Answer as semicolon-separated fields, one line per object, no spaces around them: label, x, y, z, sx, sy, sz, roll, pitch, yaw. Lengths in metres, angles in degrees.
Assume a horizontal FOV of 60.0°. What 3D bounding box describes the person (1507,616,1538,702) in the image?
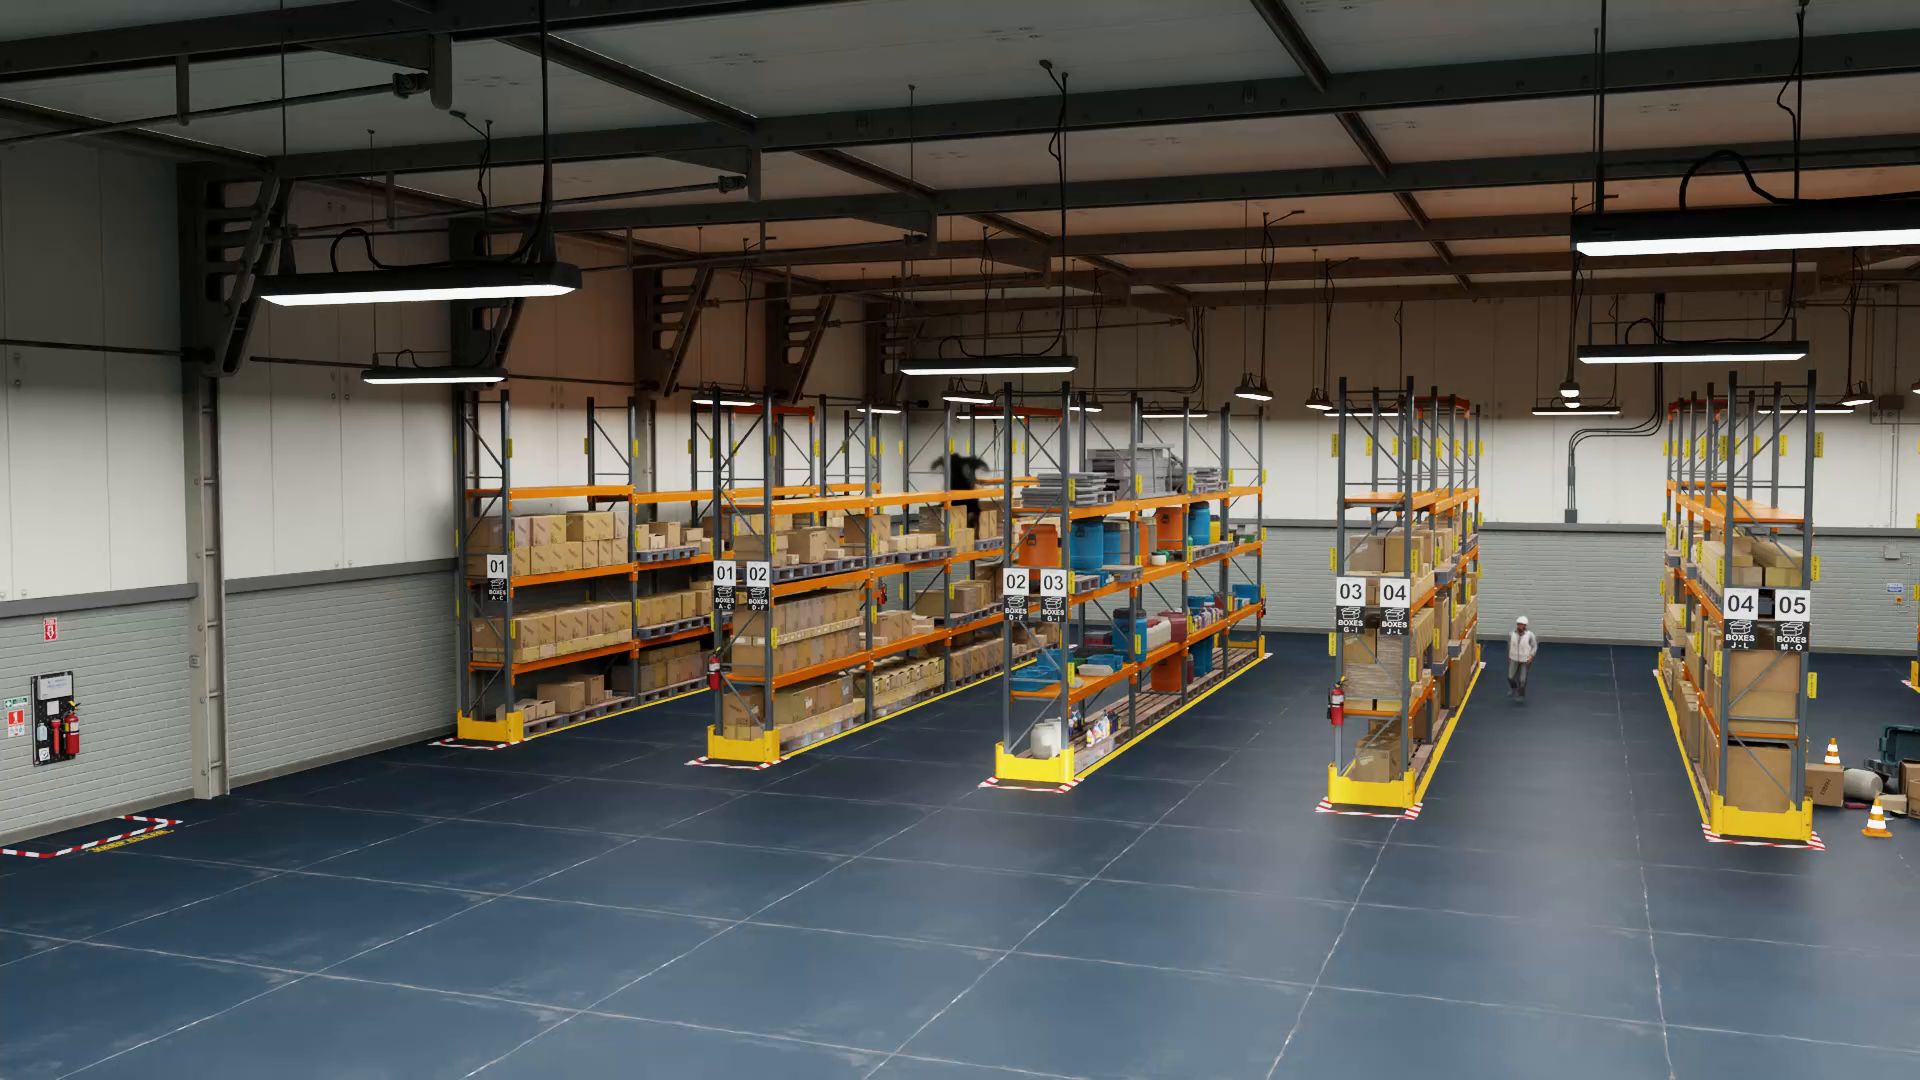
person;10.993;2.340;32.619;0.680;1.725;0.761;2;4;32
